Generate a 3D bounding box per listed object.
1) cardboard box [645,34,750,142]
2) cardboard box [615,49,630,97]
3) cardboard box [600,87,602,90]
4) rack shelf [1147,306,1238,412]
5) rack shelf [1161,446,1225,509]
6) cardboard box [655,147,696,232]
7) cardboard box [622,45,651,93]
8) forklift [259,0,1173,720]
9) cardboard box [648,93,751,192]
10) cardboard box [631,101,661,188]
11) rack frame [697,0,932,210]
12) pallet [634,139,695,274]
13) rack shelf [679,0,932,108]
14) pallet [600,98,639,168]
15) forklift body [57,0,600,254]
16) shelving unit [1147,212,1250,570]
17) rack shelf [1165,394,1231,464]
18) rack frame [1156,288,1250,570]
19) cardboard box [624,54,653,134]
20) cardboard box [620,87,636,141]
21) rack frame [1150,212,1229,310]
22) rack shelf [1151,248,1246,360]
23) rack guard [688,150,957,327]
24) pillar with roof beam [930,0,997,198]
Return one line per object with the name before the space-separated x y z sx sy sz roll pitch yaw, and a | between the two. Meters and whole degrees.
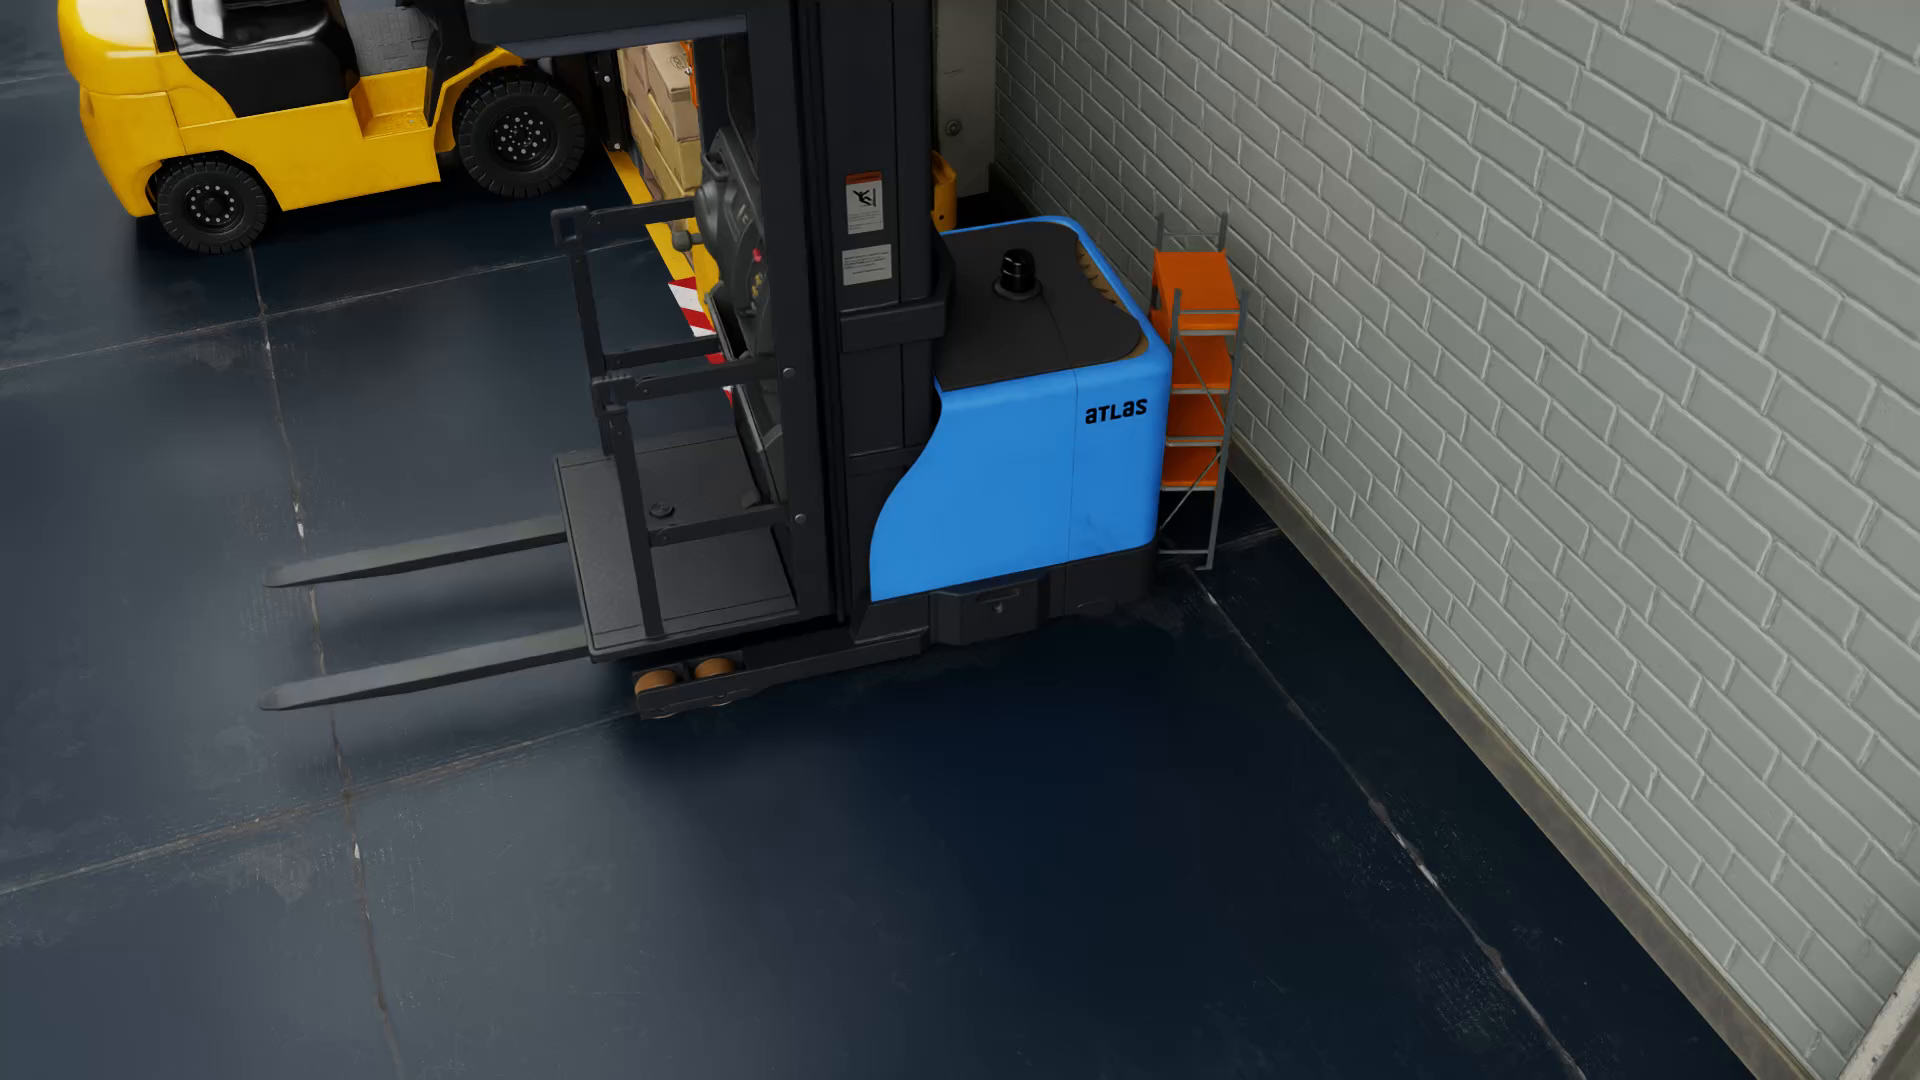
cardboard box | -1.073 -2.011 7.308 0.500 0.250 0.500 -14 43 -15
cardboard box | -1.483 -2.447 8.199 0.500 0.250 0.500 -16 43 -18
cardboard box | -1.665 -2.549 8.701 0.500 0.250 0.500 -14 43 -16
rack shelf | 0.806 -0.628 5.819 0.258 0.148 0.480 -1 41 -1
rack shelf | 0.804 -0.308 6.095 0.258 0.148 0.480 -1 41 -1
cardboard box | -1.081 -1.636 7.639 0.500 0.250 0.500 -15 43 -17
cardboard box | -1.274 -2.317 7.664 0.500 0.250 0.500 -14 43 -16
forklift | -0.876 -0.901 5.050 3.031 2.935 1.130 -11 42 -13
cardboard box | -1.084 -1.837 7.489 0.500 0.250 0.500 -16 43 -17
cardboard box | -1.262 -1.938 7.990 0.500 0.250 0.500 -15 43 -17
rack frame | -0.609 -2.315 6.642 1.000 3.000 0.127 -15 43 -17
pallet | -0.940 -1.708 8.075 1.003 0.211 1.213 -15 43 -17
rack shelf | -1.374 -3.247 8.277 1.077 0.370 4.000 -15 43 -17
pallet | -1.403 -2.442 8.928 1.003 0.211 1.213 -15 43 -17
forklift body | -3.020 -2.681 7.718 2.313 2.155 1.214 -15 43 -17
shelving unit | 0.805 -0.509 5.921 0.258 1.200 0.503 -1 41 -1
rack shelf | 0.805 -0.458 5.965 0.258 0.148 0.480 -1 41 -1
rack frame | 0.809 -0.350 5.736 0.240 1.200 0.015 -1 41 -1
cardboard box | -1.266 -2.142 7.843 0.500 0.250 0.500 -16 43 -17
cardboard box | -1.445 -2.242 8.343 0.500 0.250 0.500 -15 43 -16
rack frame | 0.801 -0.668 6.106 0.240 1.200 0.015 -1 41 -1
rack shelf | 0.806 -0.807 5.665 0.258 0.148 0.480 -1 41 -1
rack guard | -0.600 -1.353 7.440 1.175 0.500 0.348 -15 43 -17
pillar with roof beam | -4.020 -4.160 4.186 9.100 9.000 0.400 -15 43 -17
